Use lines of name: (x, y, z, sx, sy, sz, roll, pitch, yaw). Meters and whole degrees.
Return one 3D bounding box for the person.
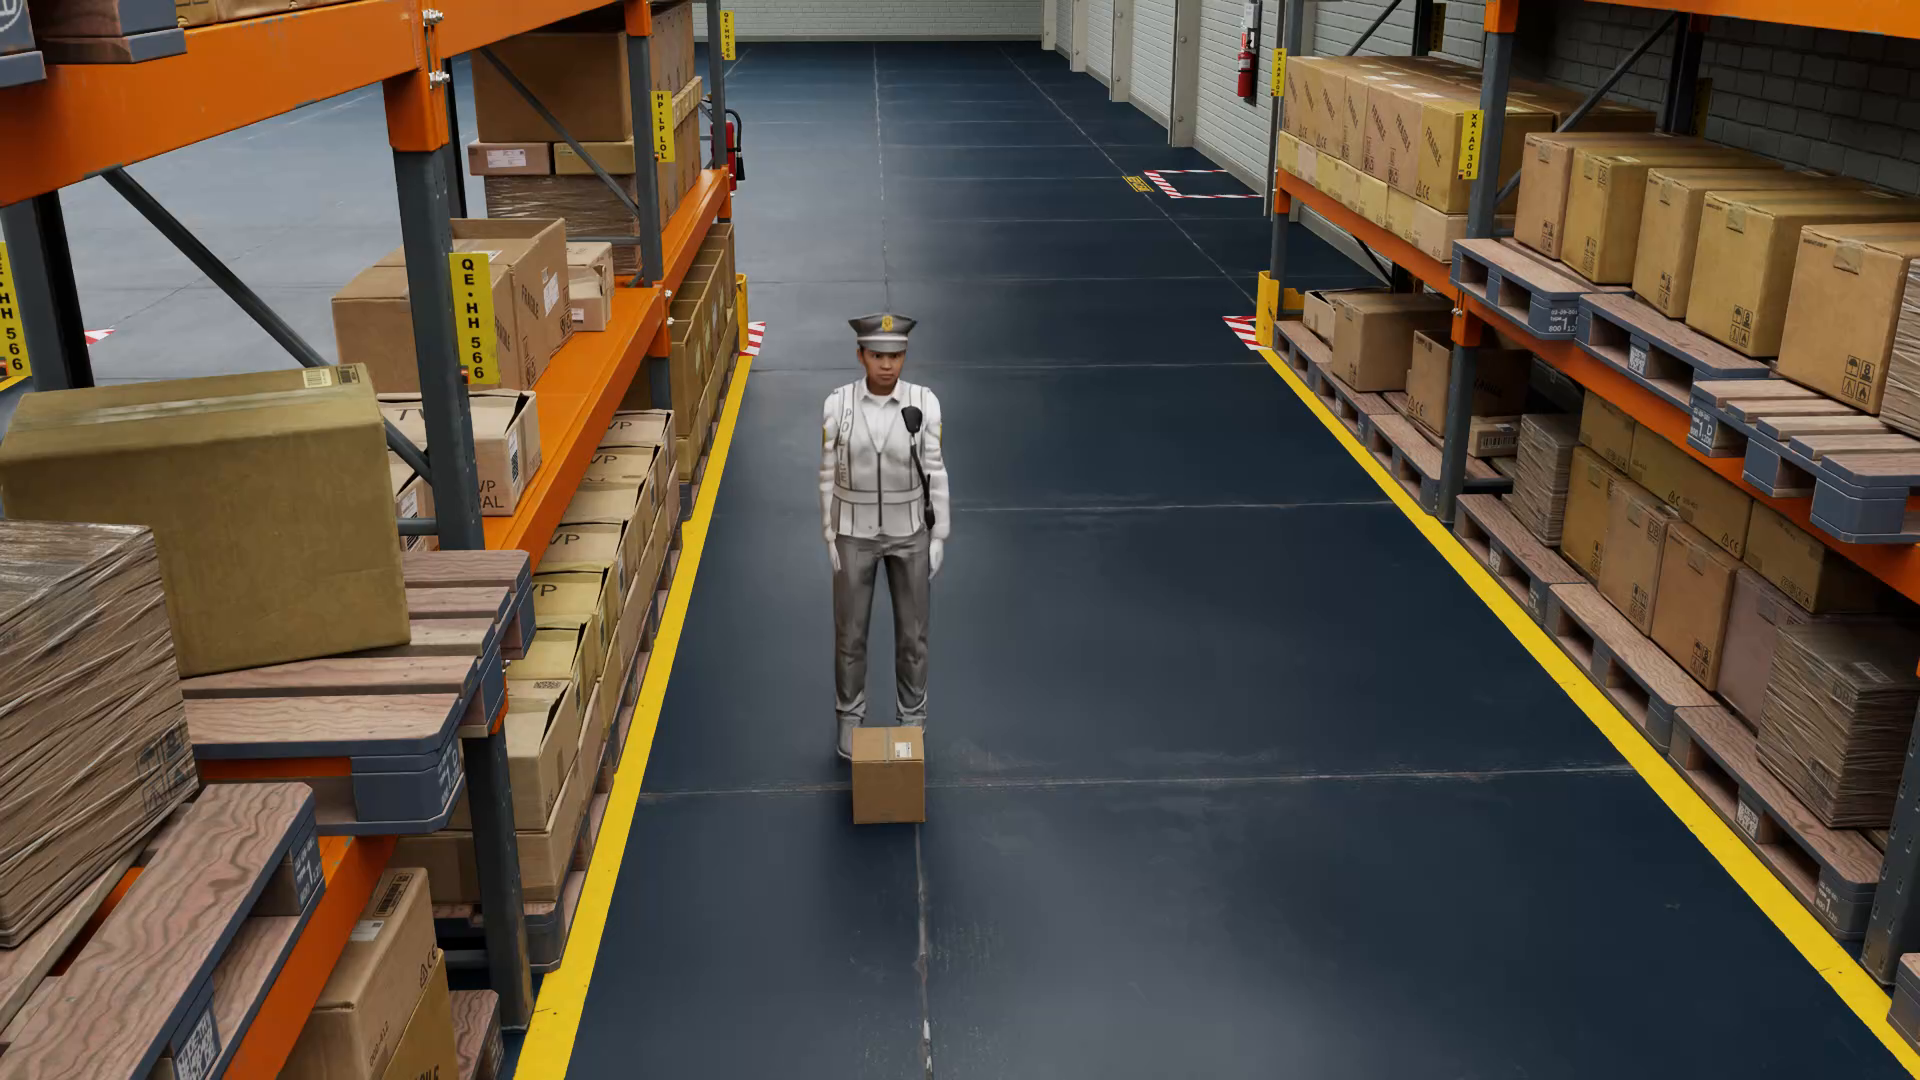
person: (-0.273, -0.009, 6.080, 0.474, 1.694, 0.345, -1, 21, -3)
